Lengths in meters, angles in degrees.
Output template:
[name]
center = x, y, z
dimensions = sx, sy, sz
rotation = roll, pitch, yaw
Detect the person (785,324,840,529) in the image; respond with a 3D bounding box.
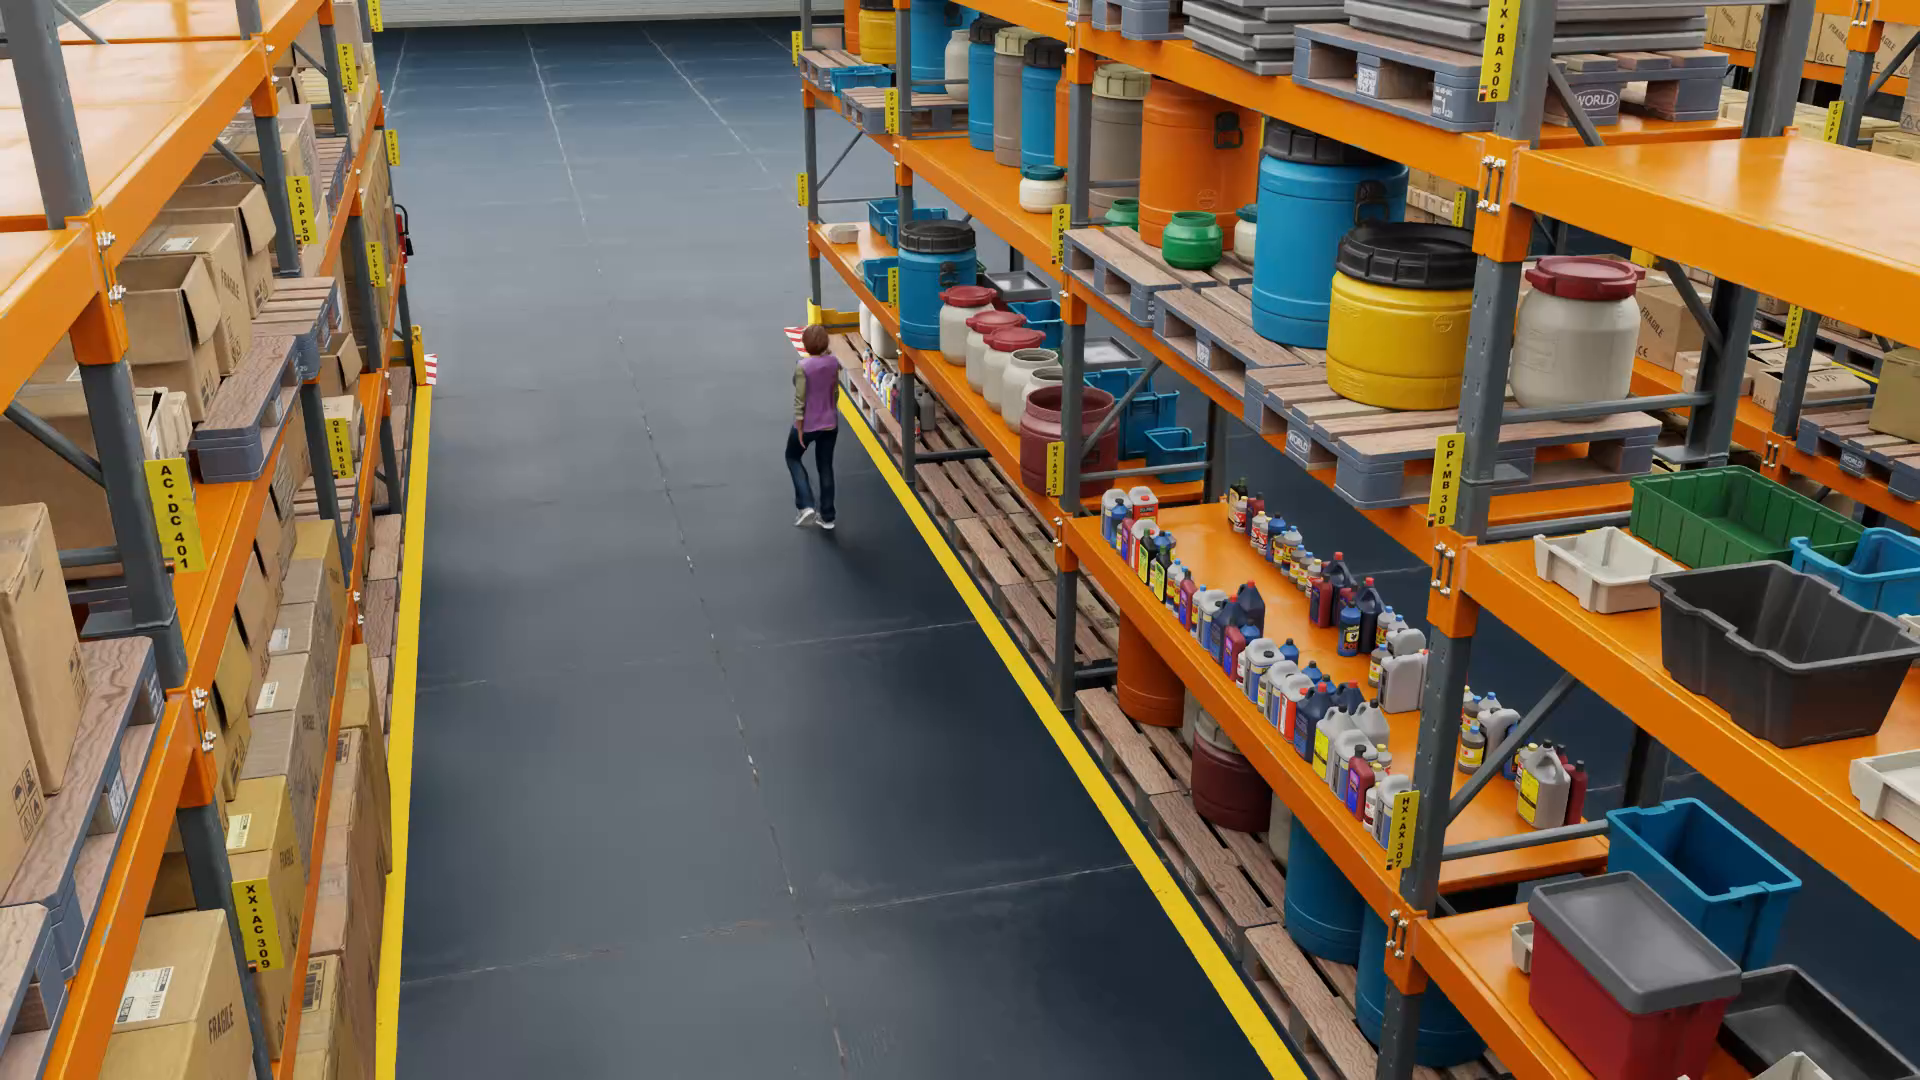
[person]
center = -1.100, -0.852, 12.605
dimensions = 0.419, 1.628, 0.427
rotation = -13, 26, -28
